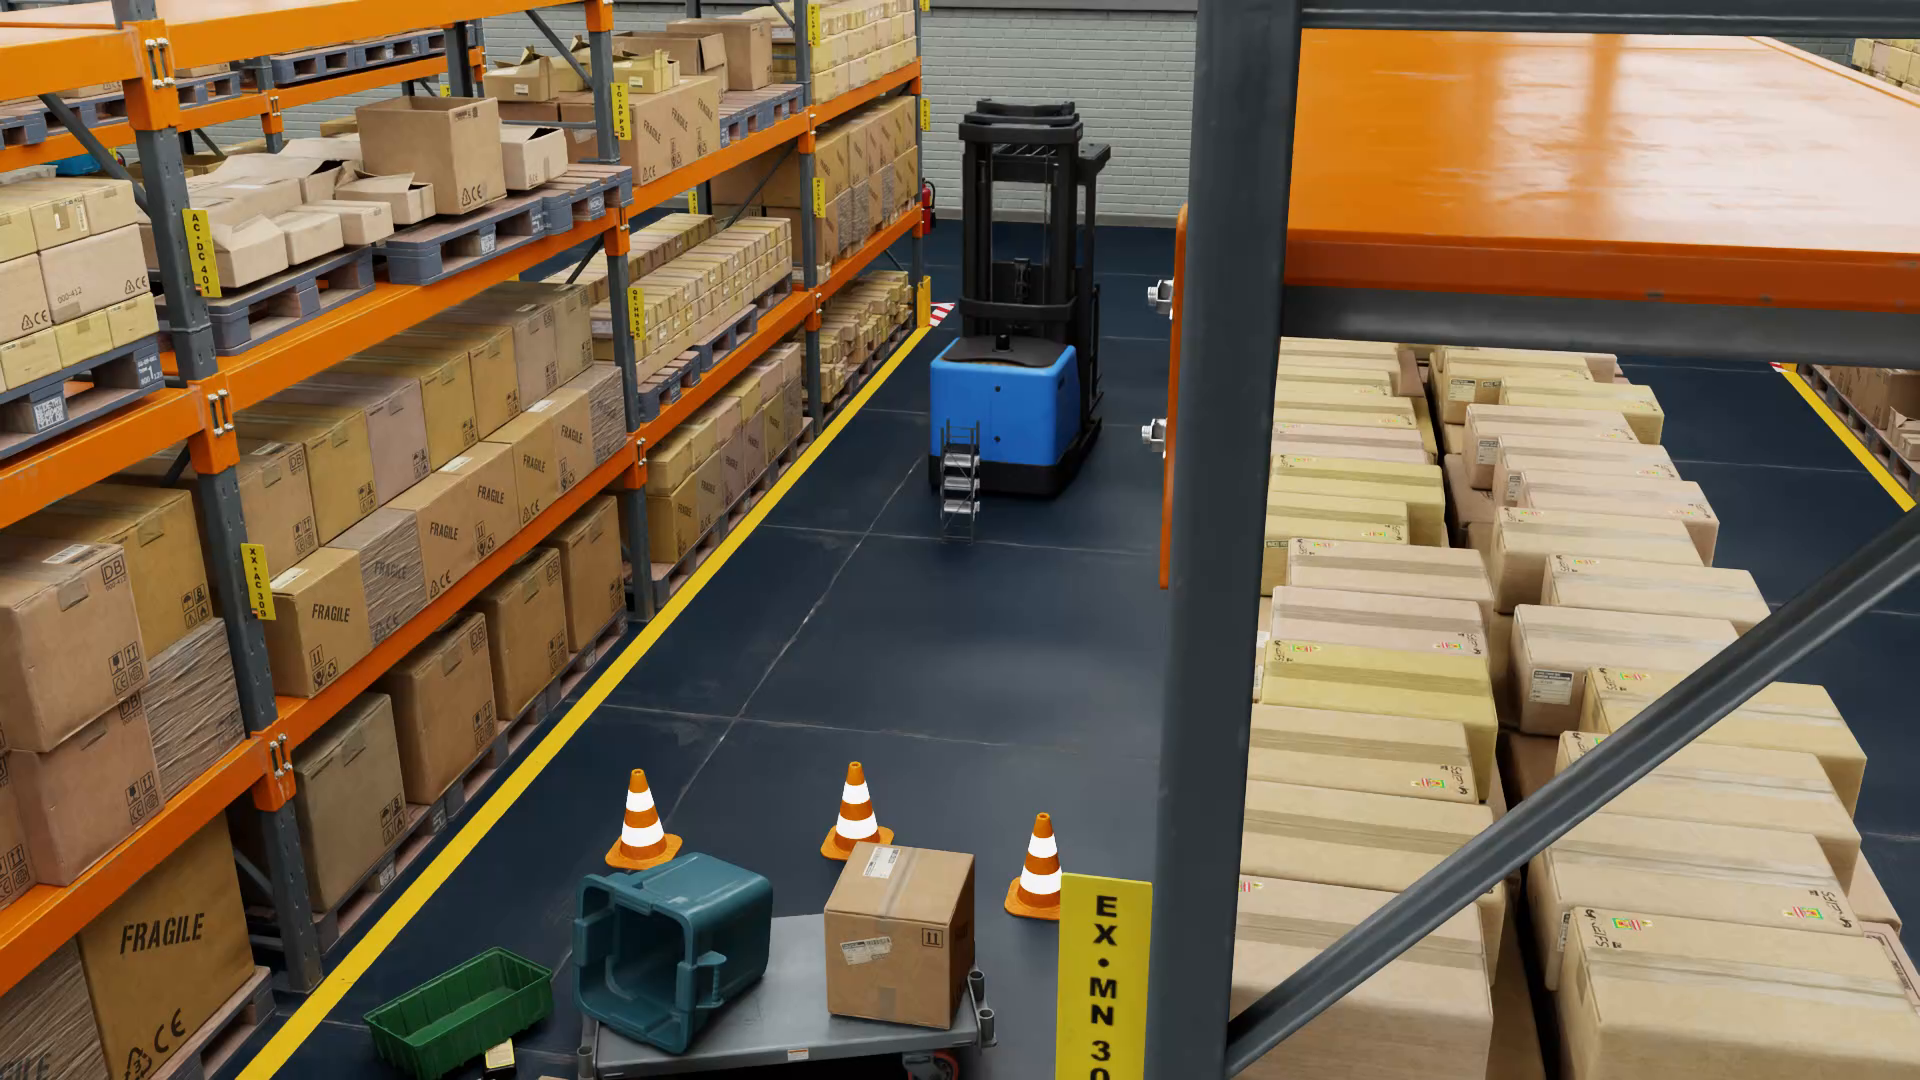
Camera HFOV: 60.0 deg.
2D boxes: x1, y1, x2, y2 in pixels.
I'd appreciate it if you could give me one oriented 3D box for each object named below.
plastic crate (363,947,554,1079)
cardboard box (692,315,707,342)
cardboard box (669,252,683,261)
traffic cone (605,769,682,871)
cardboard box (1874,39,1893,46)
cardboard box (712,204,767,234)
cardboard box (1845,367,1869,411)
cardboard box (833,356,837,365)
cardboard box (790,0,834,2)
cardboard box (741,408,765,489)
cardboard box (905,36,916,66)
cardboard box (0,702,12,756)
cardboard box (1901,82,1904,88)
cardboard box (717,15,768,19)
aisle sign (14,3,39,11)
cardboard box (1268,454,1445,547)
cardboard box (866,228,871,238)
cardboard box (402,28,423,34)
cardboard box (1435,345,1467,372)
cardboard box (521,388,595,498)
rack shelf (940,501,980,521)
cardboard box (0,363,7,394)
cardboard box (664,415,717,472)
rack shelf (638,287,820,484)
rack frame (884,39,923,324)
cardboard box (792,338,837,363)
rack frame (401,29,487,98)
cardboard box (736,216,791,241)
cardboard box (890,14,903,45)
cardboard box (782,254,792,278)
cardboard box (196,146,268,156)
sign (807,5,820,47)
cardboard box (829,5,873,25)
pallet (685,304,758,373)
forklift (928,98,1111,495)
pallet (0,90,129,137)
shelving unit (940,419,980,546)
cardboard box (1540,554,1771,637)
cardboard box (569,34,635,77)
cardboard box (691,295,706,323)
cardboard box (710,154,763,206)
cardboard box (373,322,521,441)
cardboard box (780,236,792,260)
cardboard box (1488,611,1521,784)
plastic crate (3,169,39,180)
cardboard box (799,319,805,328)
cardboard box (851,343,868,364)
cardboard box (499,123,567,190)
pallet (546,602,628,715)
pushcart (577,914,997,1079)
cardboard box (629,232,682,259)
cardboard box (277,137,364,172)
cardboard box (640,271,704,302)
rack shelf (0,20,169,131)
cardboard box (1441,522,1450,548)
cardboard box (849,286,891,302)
[{"bbox_3d":[-2.105,2.006,7.045,0.450,0.188,0.662,7,21,42],"label":"plastic crate"},{"bbox_3d":[-2.032,-1.518,11.881,0.380,0.149,0.250,5,23,13],"label":"cardboard box"},{"bbox_3d":[-2.406,-2.184,13.136,0.380,0.149,0.250,4,22,9],"label":"cardboard box"},{"bbox_3d":[-1.600,1.366,8.342,0.336,0.463,0.334,4,22,11],"label":"traffic cone"},{"bbox_3d":[8.364,-4.470,14.556,0.500,0.250,0.500,4,22,11],"label":"cardboard box"},{"bbox_3d":[-1.898,-2.744,14.619,0.500,0.500,0.500,4,22,11],"label":"cardboard box"},{"bbox_3d":[8.187,-1.430,14.673,0.500,0.500,0.500,5,22,12],"label":"cardboard box"},{"bbox_3d":[-1.354,-1.671,15.342,0.380,0.149,0.250,4,22,11],"label":"cardboard box"},{"bbox_3d":[-1.439,-5.187,16.200,0.380,0.149,0.250,5,22,12],"label":"cardboard box"},{"bbox_3d":[-1.838,-0.731,12.938,0.500,0.500,0.500,4,22,10],"label":"cardboard box"},{"bbox_3d":[-0.738,-4.959,16.837,0.500,0.250,0.500,4,22,10],"label":"cardboard box"},{"bbox_3d":[-3.704,0.524,5.392,0.875,0.550,0.550,4,22,11],"label":"cardboard box"},{"bbox_3d":[8.245,-3.817,14.138,0.380,0.149,0.250,4,22,10],"label":"cardboard box"},{"bbox_3d":[-1.871,-4.425,14.308,0.380,0.149,0.250,4,22,11],"label":"cardboard box"},{"bbox_3d":[-10.864,-5.871,19.437,0.394,0.787,0.004,4,22,11],"label":"aisle sign"},{"bbox_3d":[0.894,-0.074,3.777,0.380,0.149,0.250,5,22,12],"label":"cardboard box"},{"bbox_3d":[-1.081,-3.004,16.133,0.380,0.149,0.250,5,22,12],"label":"cardboard box"},{"bbox_3d":[-6.025,-5.527,17.217,0.700,0.500,0.500,4,22,9],"label":"cardboard box"},{"bbox_3d":[1.663,-0.607,5.099,0.380,0.149,0.250,5,22,12],"label":"cardboard box"},{"bbox_3d":[-2.468,-0.577,9.637,0.500,0.500,0.500,4,22,11],"label":"cardboard box"},{"bbox_3d":[0.002,-0.223,12.273,0.258,0.077,0.200,4,22,11],"label":"rack shelf"},{"bbox_3d":[-3.268,-0.513,5.238,0.380,0.149,0.250,5,22,11],"label":"cardboard box"},{"bbox_3d":[-2.055,-0.700,11.857,0.500,0.250,0.500,4,22,10],"label":"cardboard box"},{"bbox_3d":[-2.128,-1.296,12.519,1.077,0.370,4.000,4,22,11],"label":"rack shelf"},{"bbox_3d":[-0.904,-3.824,17.833,1.000,3.000,0.127,4,22,11],"label":"rack frame"},{"bbox_3d":[-1.333,-1.716,15.056,0.380,0.149,0.250,6,23,14],"label":"cardboard box"},{"bbox_3d":[-5.739,-4.239,18.863,1.000,3.000,0.127,4,22,11],"label":"rack frame"},{"bbox_3d":[-1.611,-2.553,13.656,0.380,0.149,0.250,5,23,13],"label":"cardboard box"},{"bbox_3d":[-0.852,-5.003,16.276,0.500,0.250,0.500,4,22,9],"label":"cardboard box"},{"bbox_3d":[-1.607,-2.279,13.771,0.380,0.149,0.250,4,22,10],"label":"cardboard box"},{"bbox_3d":[-6.723,-3.381,15.531,0.500,0.500,0.500,5,22,12],"label":"cardboard box"},{"bbox_3d":[-1.176,-4.134,13.368,0.100,0.325,0.005,4,22,11],"label":"sign"},{"bbox_3d":[-1.020,-4.857,15.382,0.380,0.149,0.250,4,22,9],"label":"cardboard box"},{"bbox_3d":[-2.172,-1.536,12.409,1.003,0.211,1.213,4,22,11],"label":"pallet"},{"bbox_3d":[0.622,-2.234,13.976,1.130,2.935,3.031,6,23,14],"label":"forklift"},{"bbox_3d":[-7.066,-3.266,12.684,1.003,0.211,1.213,6,23,13],"label":"pallet"},{"bbox_3d":[0.002,-0.420,12.193,0.258,0.900,0.210,4,22,11],"label":"shelving unit"},{"bbox_3d":[1.332,0.155,3.206,0.380,0.149,0.250,5,22,12],"label":"cardboard box"},{"bbox_3d":[-2.466,-3.331,11.435,0.396,0.266,0.258,4,22,11],"label":"cardboard box"},{"bbox_3d":[-2.034,-1.656,11.827,0.380,0.149,0.250,4,22,11],"label":"cardboard box"},{"bbox_3d":[-1.889,-3.202,14.417,0.500,0.500,0.500,4,22,9],"label":"cardboard box"},{"bbox_3d":[-2.842,-0.872,9.031,0.700,0.500,0.500,4,22,10],"label":"cardboard box"},{"bbox_3d":[-1.608,-2.417,13.715,0.380,0.149,0.250,5,23,13],"label":"cardboard box"},{"bbox_3d":[1.255,0.370,3.206,0.500,0.250,0.500,5,22,12],"label":"cardboard box"},{"bbox_3d":[-10.650,-4.105,18.804,0.396,0.136,0.243,4,22,11],"label":"plastic crate"},{"bbox_3d":[-1.708,-2.142,16.114,0.380,0.149,0.250,4,22,9],"label":"cardboard box"},{"bbox_3d":[-1.106,-1.820,16.110,0.380,0.149,0.250,4,22,9],"label":"cardboard box"},{"bbox_3d":[-2.456,-2.084,8.921,0.500,0.311,0.500,4,22,11],"label":"cardboard box"},{"bbox_3d":[-2.771,0.678,10.387,1.003,0.211,1.213,4,22,11],"label":"pallet"},{"bbox_3d":[-0.728,1.966,6.967,1.648,0.377,0.936,-3,22,-8],"label":"pushcart"},{"bbox_3d":[-2.410,-2.319,13.074,0.380,0.149,0.250,4,22,10],"label":"cardboard box"},{"bbox_3d":[-3.106,-1.870,8.390,0.500,0.311,0.500,4,22,10],"label":"cardboard box"},{"bbox_3d":[-2.038,-1.790,11.761,0.380,0.149,0.250,6,23,13],"label":"cardboard box"},{"bbox_3d":[-3.760,-0.967,4.208,1.077,0.370,4.000,4,22,11],"label":"rack shelf"},{"bbox_3d":[0.844,0.142,3.774,0.500,0.250,0.500,5,22,11],"label":"cardboard box"},{"bbox_3d":[-0.915,-2.477,16.947,0.380,0.149,0.250,4,22,9],"label":"cardboard box"}]
